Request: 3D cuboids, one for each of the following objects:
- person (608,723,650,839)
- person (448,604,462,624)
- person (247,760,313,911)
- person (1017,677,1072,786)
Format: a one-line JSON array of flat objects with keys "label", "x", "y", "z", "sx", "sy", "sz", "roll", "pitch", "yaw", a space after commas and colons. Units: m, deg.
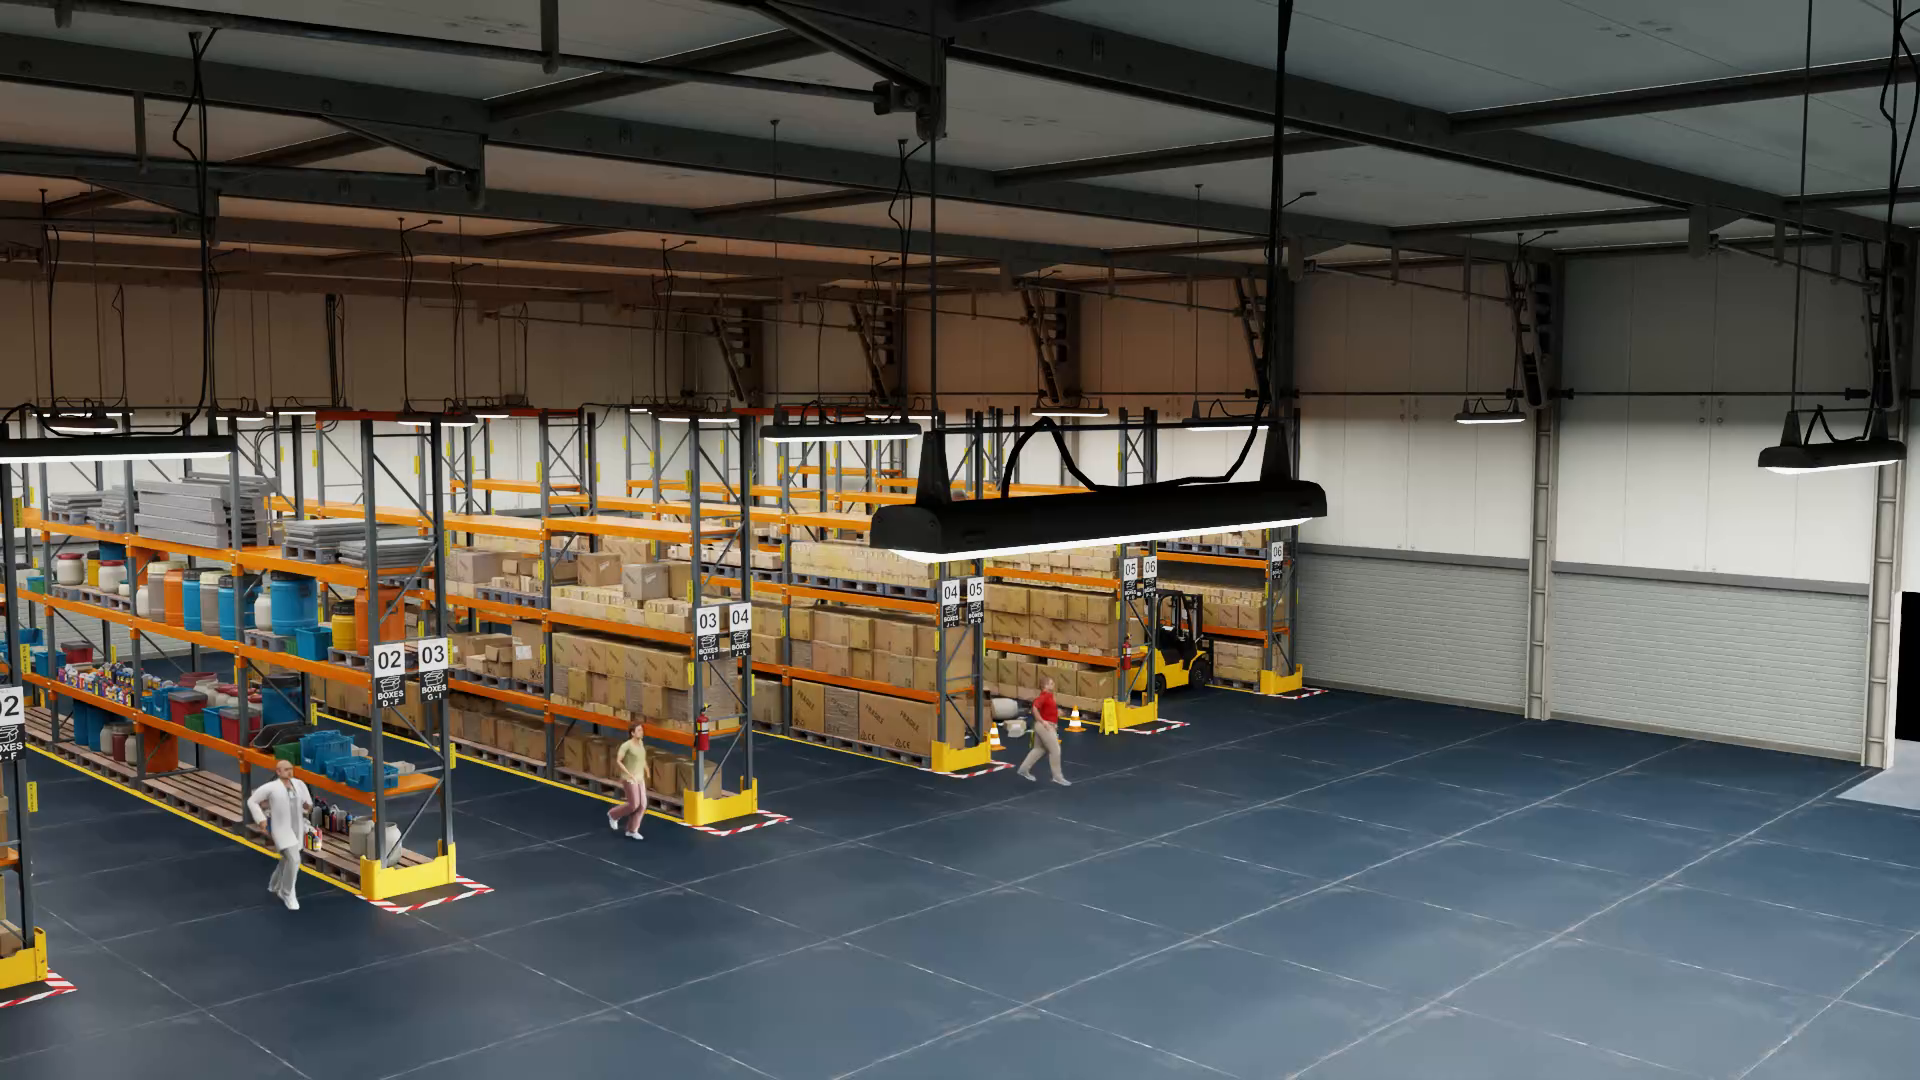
[{"label": "person", "x": -4.722, "y": 3.422, "z": 23.838, "sx": 0.607, "sy": 1.646, "sz": 0.599, "roll": 3, "pitch": 6, "yaw": 28}, {"label": "person", "x": -12.304, "y": 1.938, "z": 40.352, "sx": 0.545, "sy": 1.665, "sz": 0.760, "roll": -2, "pitch": 5, "yaw": -17}, {"label": "person", "x": -8.316, "y": 3.631, "z": 20.535, "sx": 0.822, "sy": 1.843, "sz": 0.667, "roll": 3, "pitch": 6, "yaw": 27}, {"label": "person", "x": 1.375, "y": 3.080, "z": 26.799, "sx": 0.852, "sy": 1.753, "sz": 0.665, "roll": 0, "pitch": 5, "yaw": -2}]
